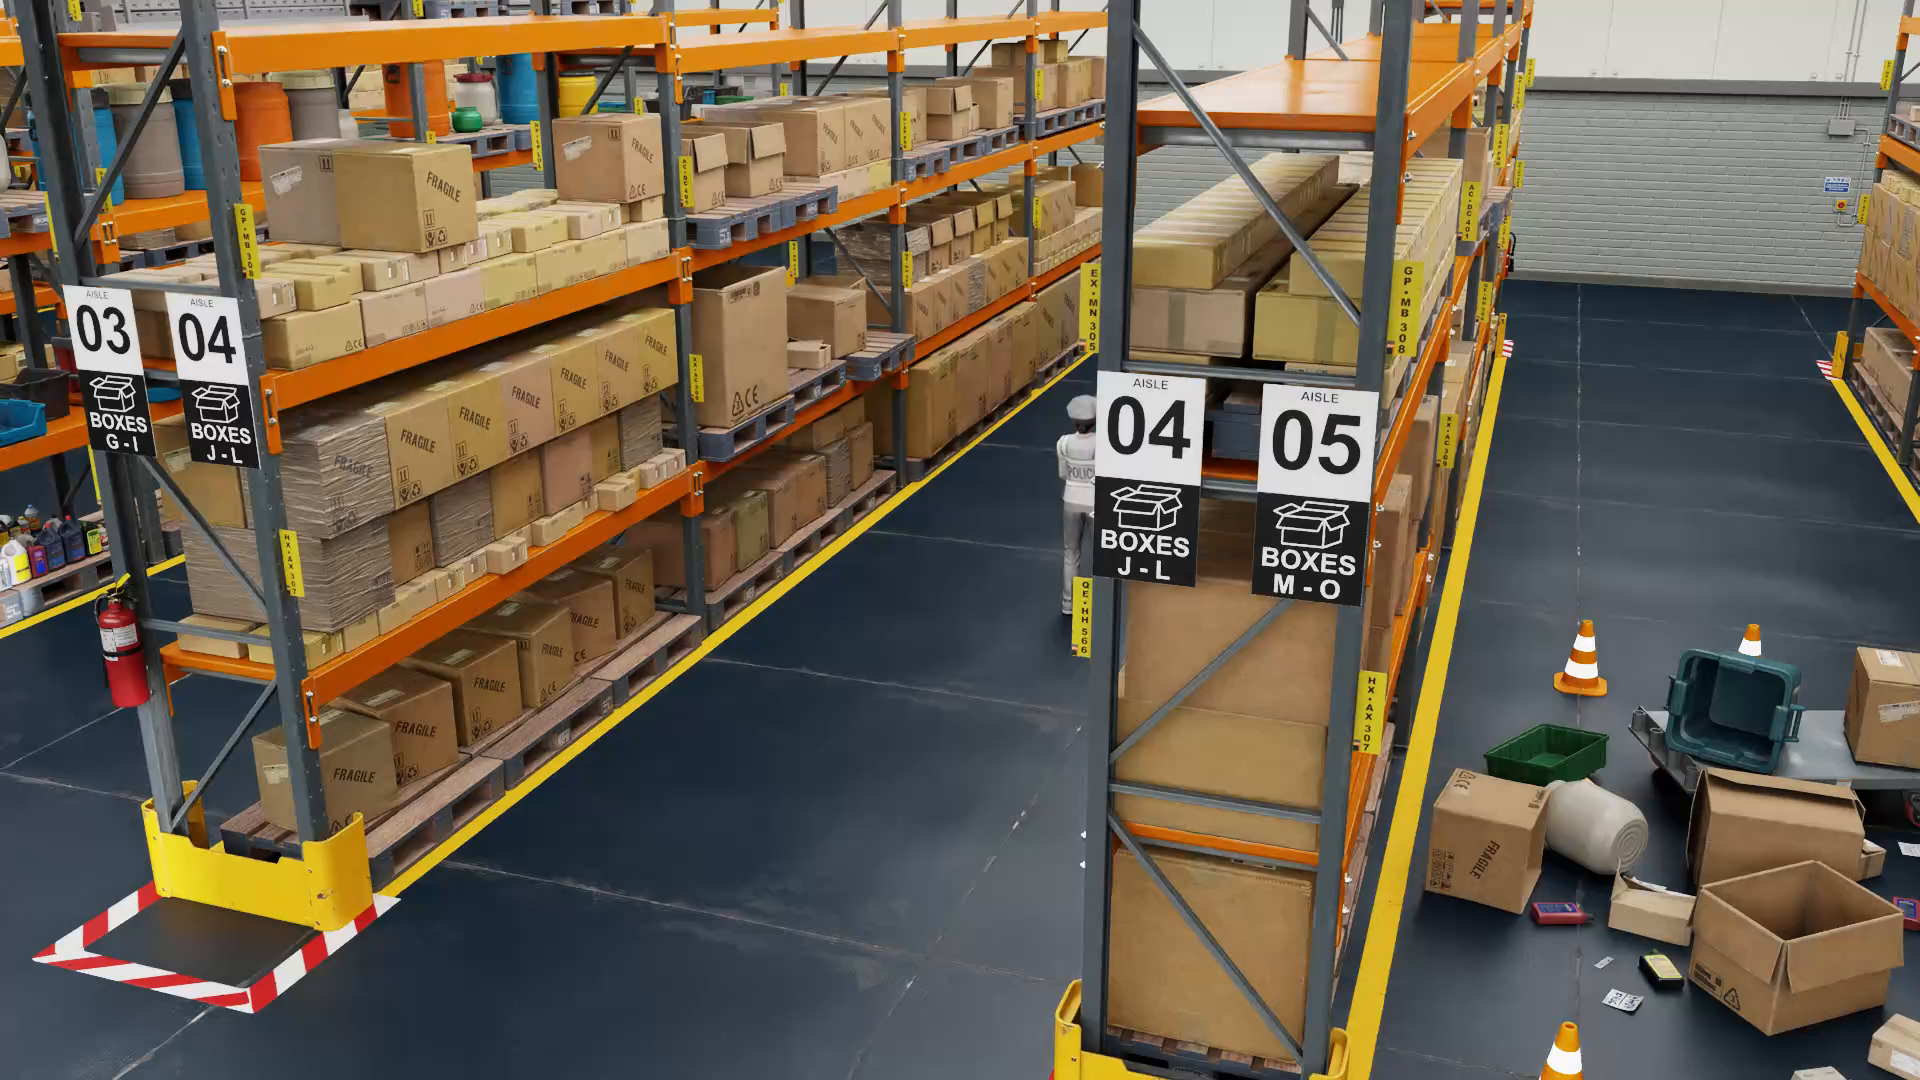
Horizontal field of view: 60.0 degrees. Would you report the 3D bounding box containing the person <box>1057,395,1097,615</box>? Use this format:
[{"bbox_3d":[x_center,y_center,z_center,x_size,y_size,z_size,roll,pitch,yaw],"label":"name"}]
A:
[{"bbox_3d":[0.957,-0.268,12.310,0.460,1.686,0.564,7,20,18],"label":"person"}]
